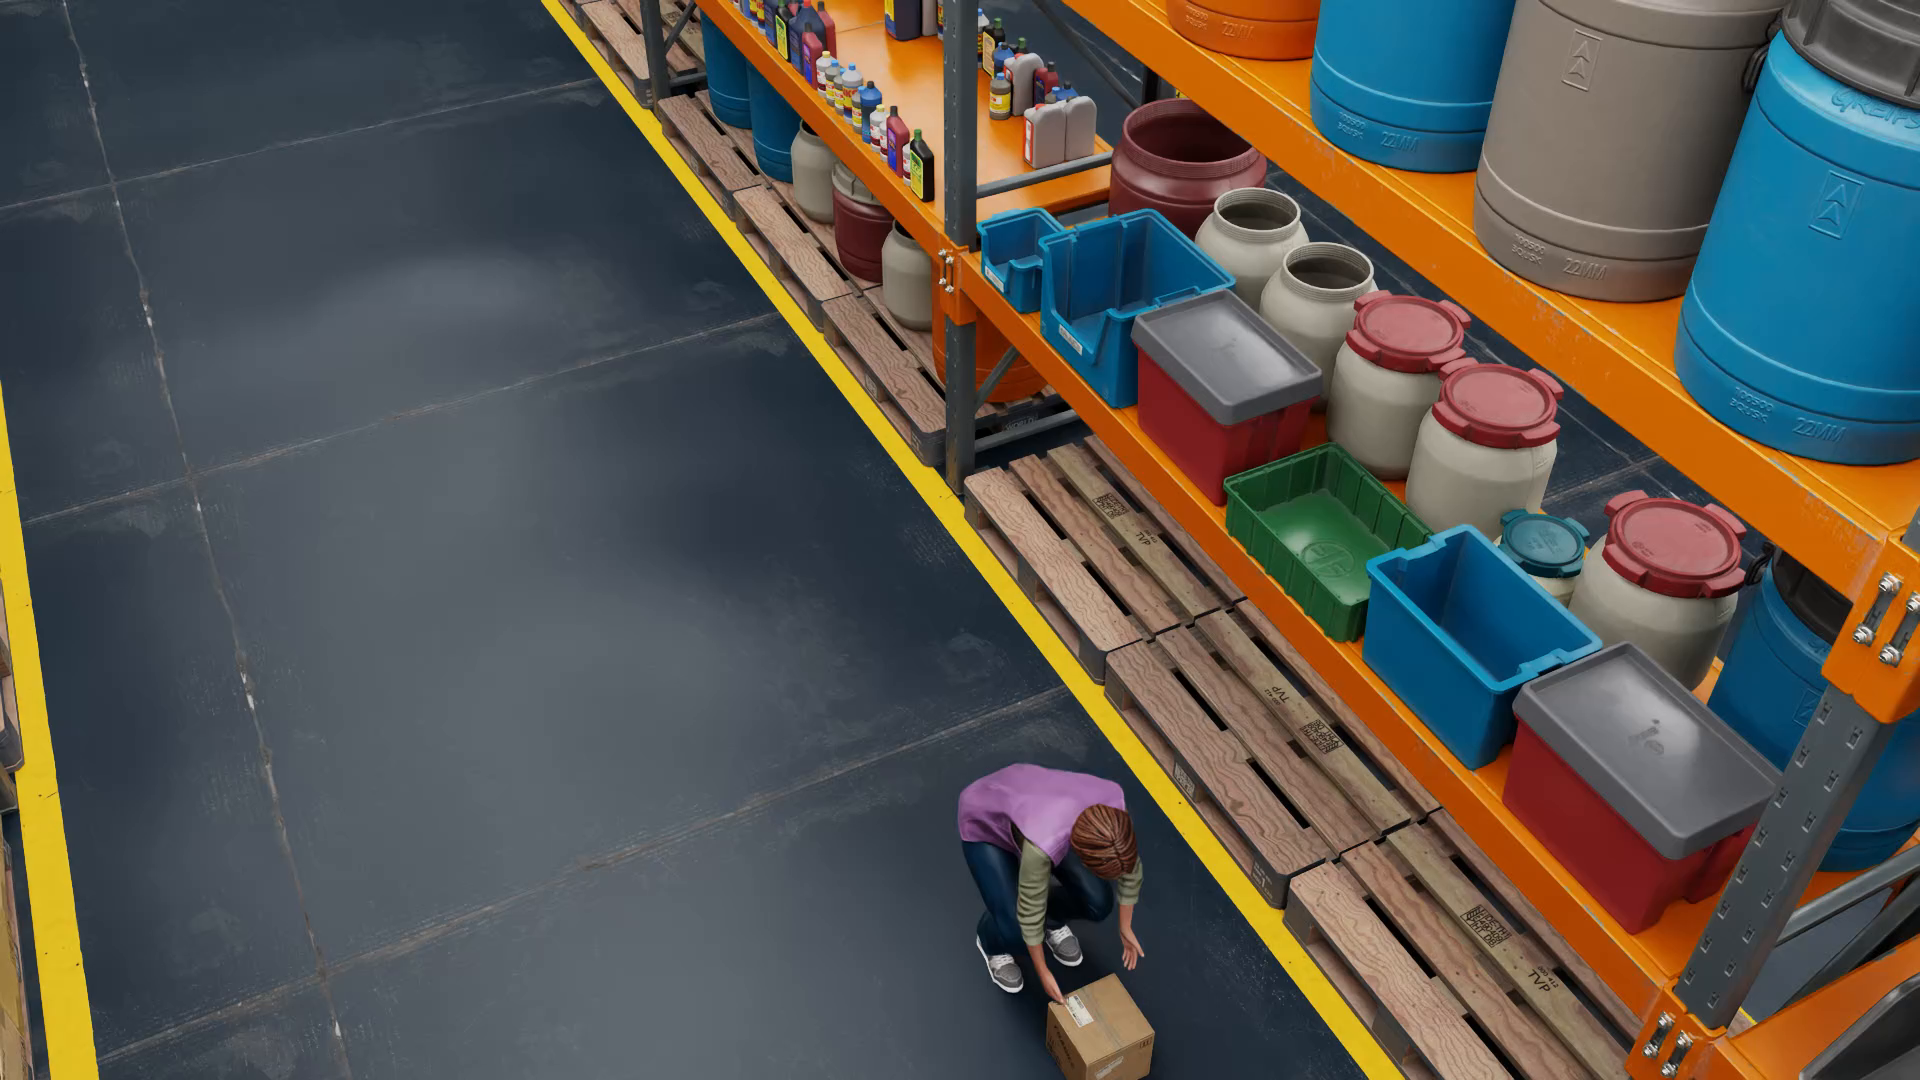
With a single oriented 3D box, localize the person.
[{"bbox_3d":[0.295,1.069,5.378,0.460,1.061,0.754,-19,45,-20],"label":"person"}]
